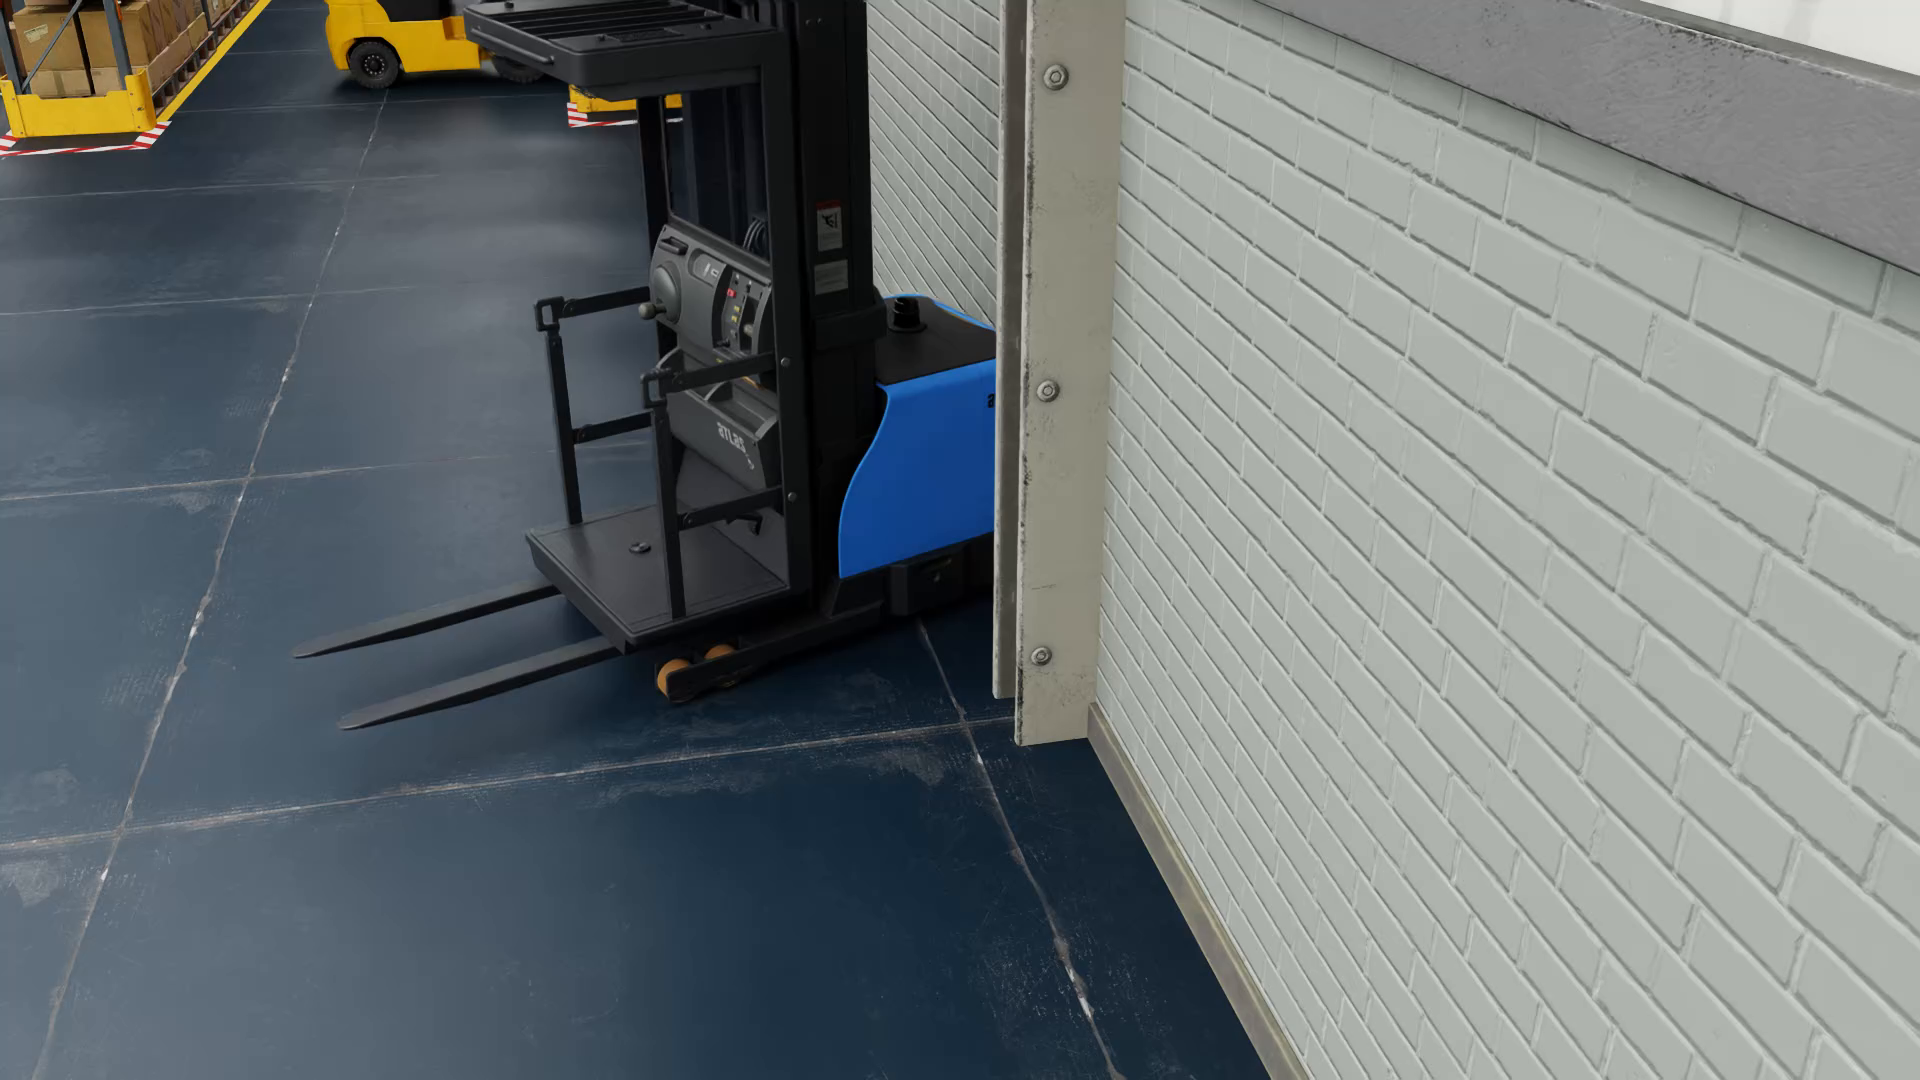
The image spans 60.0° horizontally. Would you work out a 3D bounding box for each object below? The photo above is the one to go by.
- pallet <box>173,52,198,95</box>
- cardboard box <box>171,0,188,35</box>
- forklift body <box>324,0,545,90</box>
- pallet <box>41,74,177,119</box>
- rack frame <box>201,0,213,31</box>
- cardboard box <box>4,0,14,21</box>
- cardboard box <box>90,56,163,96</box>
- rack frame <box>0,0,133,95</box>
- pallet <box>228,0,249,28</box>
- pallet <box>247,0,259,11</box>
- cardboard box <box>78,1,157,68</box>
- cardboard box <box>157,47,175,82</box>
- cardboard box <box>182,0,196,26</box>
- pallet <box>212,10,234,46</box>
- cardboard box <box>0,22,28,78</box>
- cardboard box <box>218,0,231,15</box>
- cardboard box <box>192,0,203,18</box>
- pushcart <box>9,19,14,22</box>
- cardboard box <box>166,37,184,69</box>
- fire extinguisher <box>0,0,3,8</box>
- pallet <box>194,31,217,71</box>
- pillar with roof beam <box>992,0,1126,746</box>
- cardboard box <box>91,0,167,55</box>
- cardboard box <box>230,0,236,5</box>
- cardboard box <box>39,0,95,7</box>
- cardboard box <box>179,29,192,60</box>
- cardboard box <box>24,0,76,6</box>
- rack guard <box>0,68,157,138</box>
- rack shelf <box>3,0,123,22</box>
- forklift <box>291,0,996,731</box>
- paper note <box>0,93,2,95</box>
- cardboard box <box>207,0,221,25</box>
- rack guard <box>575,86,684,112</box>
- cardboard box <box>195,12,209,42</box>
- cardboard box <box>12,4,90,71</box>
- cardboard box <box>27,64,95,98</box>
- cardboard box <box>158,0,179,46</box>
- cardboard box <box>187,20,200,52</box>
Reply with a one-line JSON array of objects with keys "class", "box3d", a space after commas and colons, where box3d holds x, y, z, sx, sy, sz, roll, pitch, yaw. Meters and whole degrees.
[{"class": "pallet", "box3d": [-8.376, -4.719, 16.865, 1.003, 0.211, 1.213, -6, 27, -12]}, {"class": "cardboard box", "box3d": [-8.213, -5.407, 16.886, 0.500, 0.500, 0.500, -5, 27, -9]}, {"class": "forklift body", "box3d": [-5.309, -5.809, 16.873, 2.313, 2.155, 1.214, -6, 27, -12]}, {"class": "pallet", "box3d": [-8.105, -4.184, 15.806, 1.003, 0.211, 1.213, -6, 27, -12]}, {"class": "rack frame", "box3d": [-8.840, -6.791, 17.877, 1.000, 3.000, 0.127, -6, 27, -12]}, {"class": "cardboard box", "box3d": [-10.568, -5.820, 17.885, 0.500, 0.500, 0.500, -6, 27, -12]}, {"class": "cardboard box", "box3d": [-7.851, -4.378, 15.680, 0.500, 0.250, 0.500, -6, 27, -12]}, {"class": "rack frame", "box3d": [-7.939, -5.035, 14.397, 1.000, 3.000, 0.127, -6, 27, -12]}, {"class": "pallet", "box3d": [-9.296, -6.425, 20.245, 1.003, 0.211, 1.213, -6, 27, -12]}, {"class": "pallet", "box3d": [-9.567, -6.959, 21.304, 1.003, 0.211, 1.213, -6, 27, -12]}, {"class": "cardboard box", "box3d": [-7.857, -4.723, 15.531, 0.500, 0.500, 0.500, -7, 28, -13]}, {"class": "cardboard box", "box3d": [-7.959, -4.602, 16.125, 0.500, 0.250, 0.500, -5, 27, -10]}, {"class": "cardboard box", "box3d": [-8.329, -5.631, 17.330, 0.500, 0.500, 0.500, -5, 27, -11]}, {"class": "pallet", "box3d": [-9.017, -5.888, 19.182, 1.003, 0.211, 1.213, -6, 27, -12]}, {"class": "cardboard box", "box3d": [-9.925, -5.068, 17.233, 0.500, 0.500, 0.500, 13, 30, 24]}, {"class": "cardboard box", "box3d": [-9.126, -6.351, 19.454, 0.950, 0.372, 0.625, -4, 27, -8]}, {"class": "cardboard box", "box3d": [-8.446, -5.854, 17.772, 0.500, 0.500, 0.500, -6, 27, -12]}, {"class": "pushcart", "box3d": [-11.050, -5.367, 17.965, 1.648, 0.377, 0.936, -16, 31, -29]}, {"class": "cardboard box", "box3d": [-8.094, -4.841, 16.597, 0.500, 0.250, 0.500, -4, 27, -8]}, {"class": "fire extinguisher", "box3d": [-8.362, -4.904, 14.223, 0.296, 0.674, 0.183, -6, 27, -12]}, {"class": "pallet", "box3d": [-8.655, -5.255, 17.928, 1.003, 0.211, 1.213, -6, 27, -12]}, {"class": "pillar with roof beam", "box3d": [-3.873, -2.911, 3.531, 9.100, 9.000, 0.400, -6, 27, -12]}, {"class": "cardboard box", "box3d": [-7.979, -4.952, 15.985, 0.500, 0.500, 0.500, -7, 28, -14]}, {"class": "cardboard box", "box3d": [-9.285, -6.656, 20.059, 0.950, 0.372, 0.625, -5, 27, -10]}, {"class": "cardboard box", "box3d": [-8.494, -4.884, 15.851, 0.500, 0.500, 0.500, -5, 27, -10]}, {"class": "cardboard box", "box3d": [-8.205, -5.063, 17.037, 0.500, 0.250, 0.500, -6, 27, -11]}, {"class": "cardboard box", "box3d": [-8.522, -5.099, 15.557, 0.380, 0.149, 0.250, -5, 27, -10]}, {"class": "rack guard", "box3d": [-7.956, -3.953, 15.027, 1.175, 0.500, 0.348, -6, 27, -12]}, {"class": "rack shelf", "box3d": [-8.390, -5.592, 16.299, 1.077, 0.370, 4.000, -6, 27, -12]}, {"class": "forklift", "box3d": [-1.146, -0.946, 6.371, 3.031, 2.935, 1.130, -17, 32, -30]}, {"class": "paper note", "box3d": [-9.475, -4.434, 16.500, 0.142, 0.019, 0.148, -16, 31, -29]}, {"class": "cardboard box", "box3d": [-8.961, -6.036, 18.830, 0.950, 0.372, 0.625, -6, 27, -11]}, {"class": "rack guard", "box3d": [-3.098, -4.415, 15.942, 1.175, 0.500, 0.348, -6, 27, -12]}, {"class": "cardboard box", "box3d": [-8.445, -5.519, 17.941, 0.500, 0.250, 0.500, -5, 27, -9]}, {"class": "cardboard box", "box3d": [-8.374, -4.655, 15.398, 0.500, 0.500, 0.500, -6, 27, -11]}, {"class": "cardboard box", "box3d": [-8.389, -4.334, 15.592, 0.500, 0.250, 0.500, -6, 27, -12]}, {"class": "cardboard box", "box3d": [-8.084, -5.173, 16.423, 0.500, 0.500, 0.500, -5, 27, -11]}, {"class": "cardboard box", "box3d": [-8.315, -5.286, 17.480, 0.500, 0.250, 0.500, -7, 28, -13]}]
